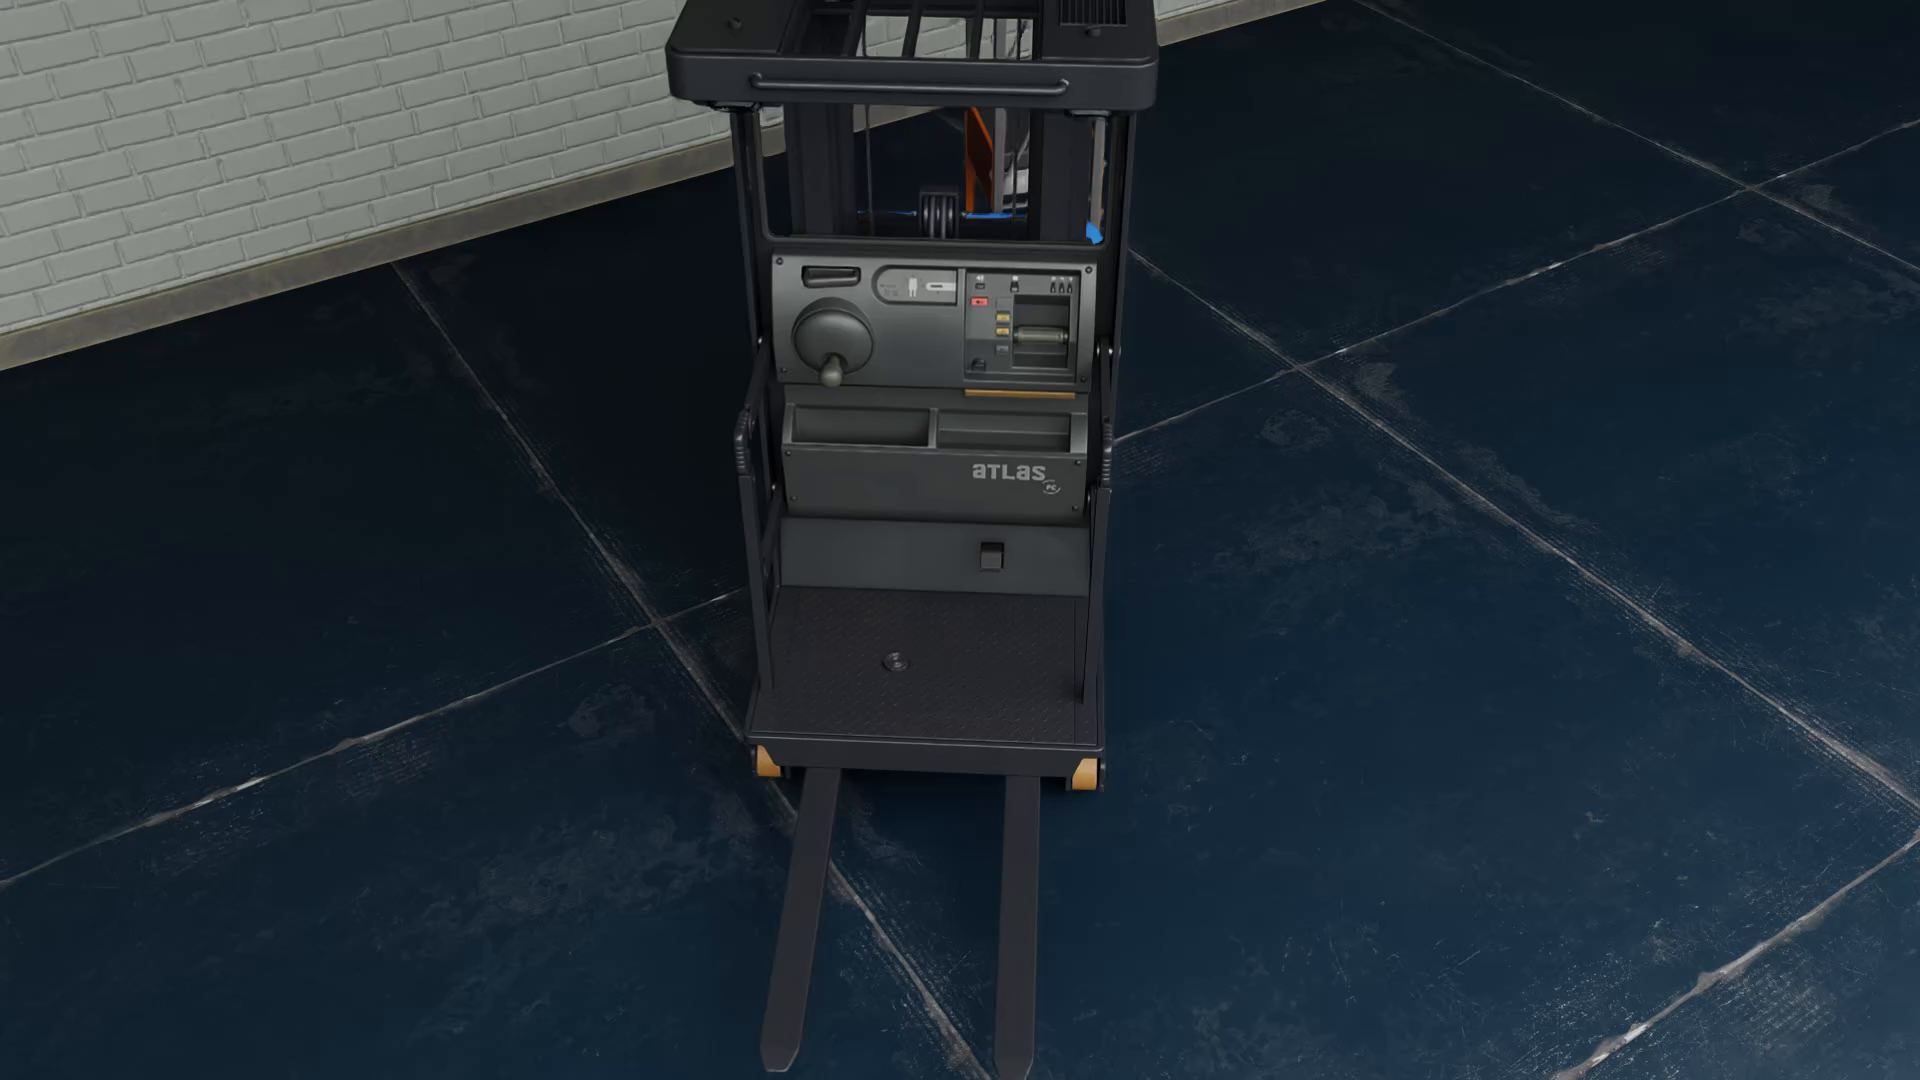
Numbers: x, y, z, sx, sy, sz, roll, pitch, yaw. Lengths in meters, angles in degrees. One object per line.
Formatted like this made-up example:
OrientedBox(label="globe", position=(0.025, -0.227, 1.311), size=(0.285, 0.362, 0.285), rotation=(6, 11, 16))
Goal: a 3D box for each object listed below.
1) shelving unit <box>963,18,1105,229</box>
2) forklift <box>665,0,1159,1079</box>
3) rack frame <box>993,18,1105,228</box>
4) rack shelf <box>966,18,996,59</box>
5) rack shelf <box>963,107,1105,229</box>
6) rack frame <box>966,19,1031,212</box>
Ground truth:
OrientedBox(label="shelving unit", position=(0.270, -1.389, 6.277), size=(0.431, 2.100, 0.503), rotation=(-7, 40, -9))
OrientedBox(label="forklift", position=(-0.086, -0.549, 4.619), size=(1.130, 2.935, 3.031), rotation=(2, 40, 2))
OrientedBox(label="rack frame", position=(0.319, -1.236, 6.093), size=(0.400, 2.100, 0.015), rotation=(-7, 40, -9))
OrientedBox(label="rack shelf", position=(0.270, -1.917, 5.838), size=(0.431, 0.518, 0.480), rotation=(-7, 40, -9))
OrientedBox(label="rack shelf", position=(0.270, -1.379, 6.286), size=(0.431, 0.518, 0.480), rotation=(-7, 40, -9))
OrientedBox(label="rack frame", position=(0.221, -1.542, 6.461), size=(0.400, 2.100, 0.015), rotation=(-7, 40, -9))
